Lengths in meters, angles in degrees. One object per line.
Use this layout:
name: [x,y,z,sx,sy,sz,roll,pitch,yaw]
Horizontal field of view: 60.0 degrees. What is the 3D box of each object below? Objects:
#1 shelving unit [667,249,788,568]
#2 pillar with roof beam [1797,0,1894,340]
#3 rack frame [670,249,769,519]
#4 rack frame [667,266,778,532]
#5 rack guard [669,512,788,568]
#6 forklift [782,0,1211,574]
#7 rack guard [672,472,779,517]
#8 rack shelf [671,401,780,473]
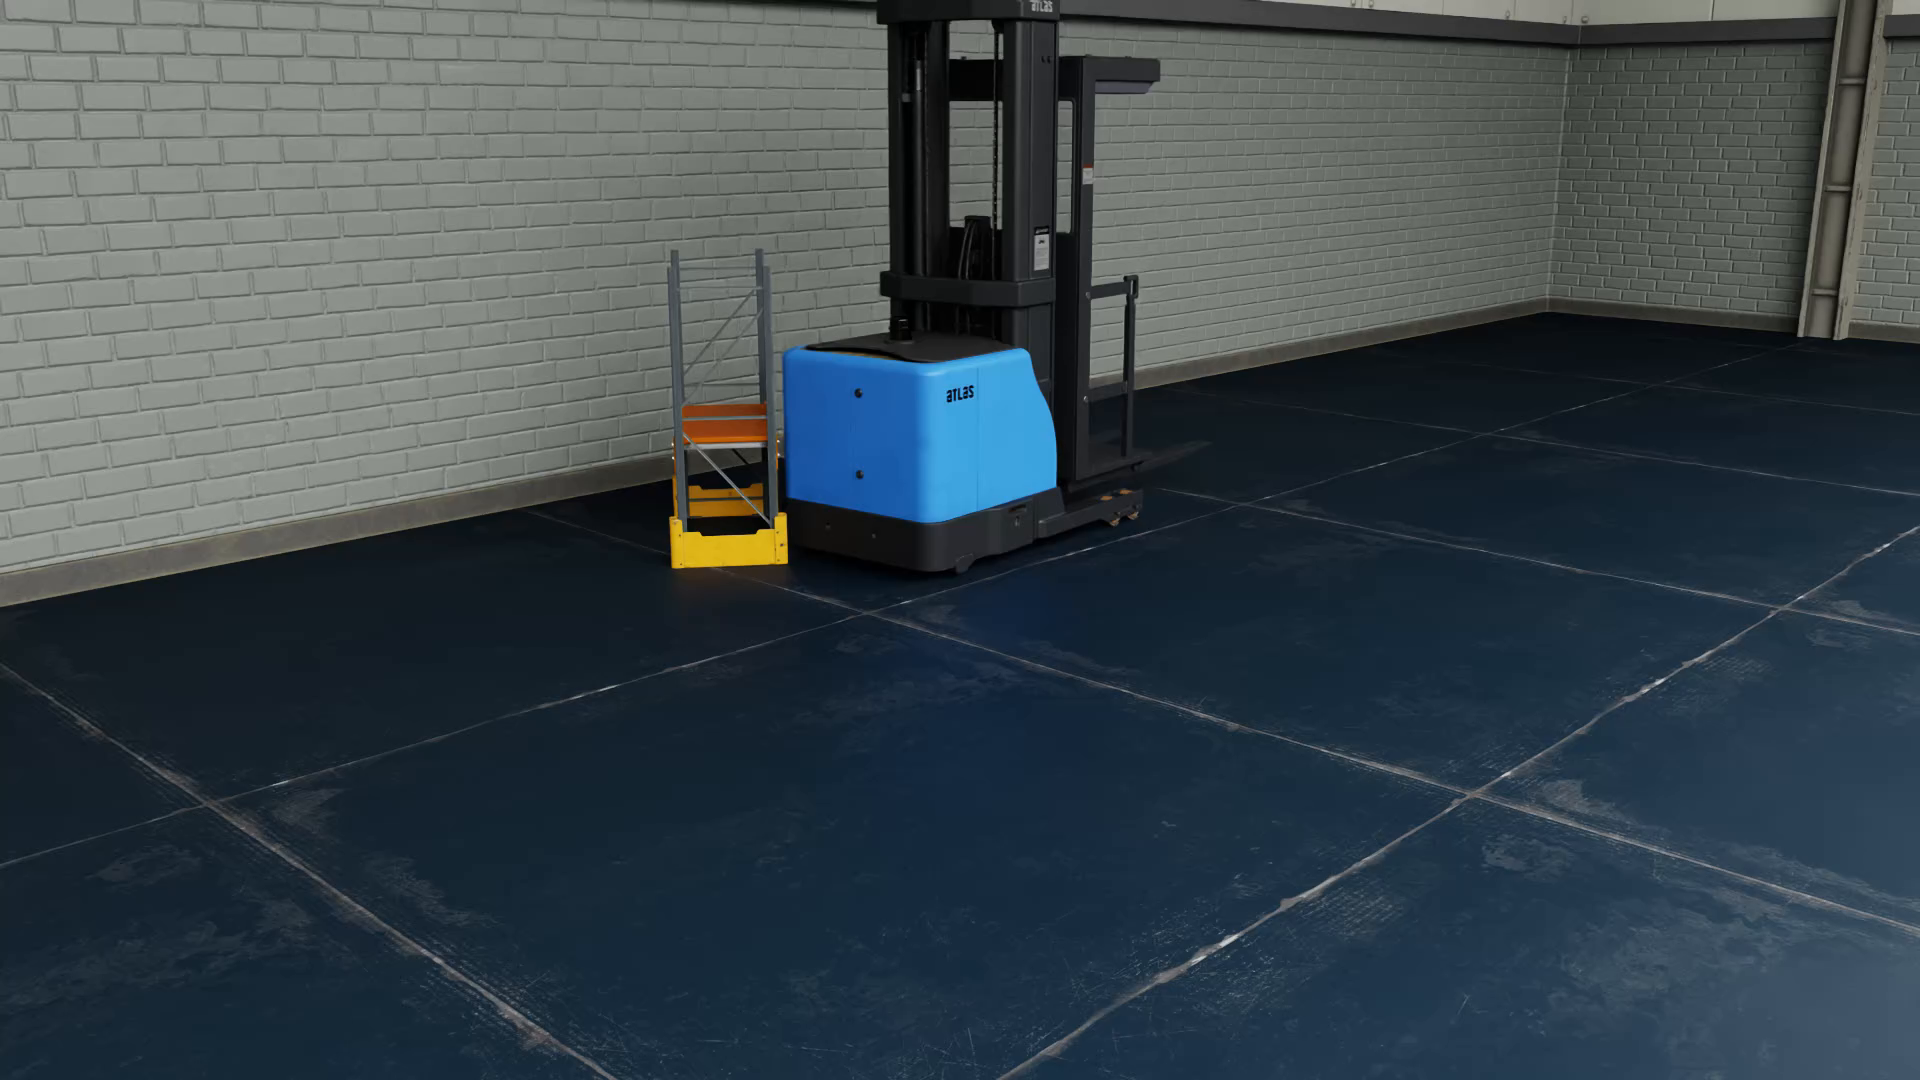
shelving unit: [-1.246,-0.728,8.751,0.587,1.500,1.083,-2,15,-8]
pillar with roof beam: [5.735,-5.629,12.688,0.400,9.000,9.100,14,20,42]
rack frame: [-1.323,-0.857,9.246,0.500,1.500,0.032,-2,15,-8]
rack frame: [-1.171,-0.603,8.273,0.500,1.500,0.032,-2,15,-8]
rack guard: [-1.171,0.001,8.432,0.587,0.250,0.087,-2,15,-8]
forklift: [0.381,-1.566,9.129,1.130,2.935,3.031,11,18,36]
rack guard: [-1.320,-0.247,9.385,0.587,0.250,0.087,-2,15,-8]
rack shelf: [-1.247,-0.556,8.805,0.538,0.185,1.000,-2,15,-8]
